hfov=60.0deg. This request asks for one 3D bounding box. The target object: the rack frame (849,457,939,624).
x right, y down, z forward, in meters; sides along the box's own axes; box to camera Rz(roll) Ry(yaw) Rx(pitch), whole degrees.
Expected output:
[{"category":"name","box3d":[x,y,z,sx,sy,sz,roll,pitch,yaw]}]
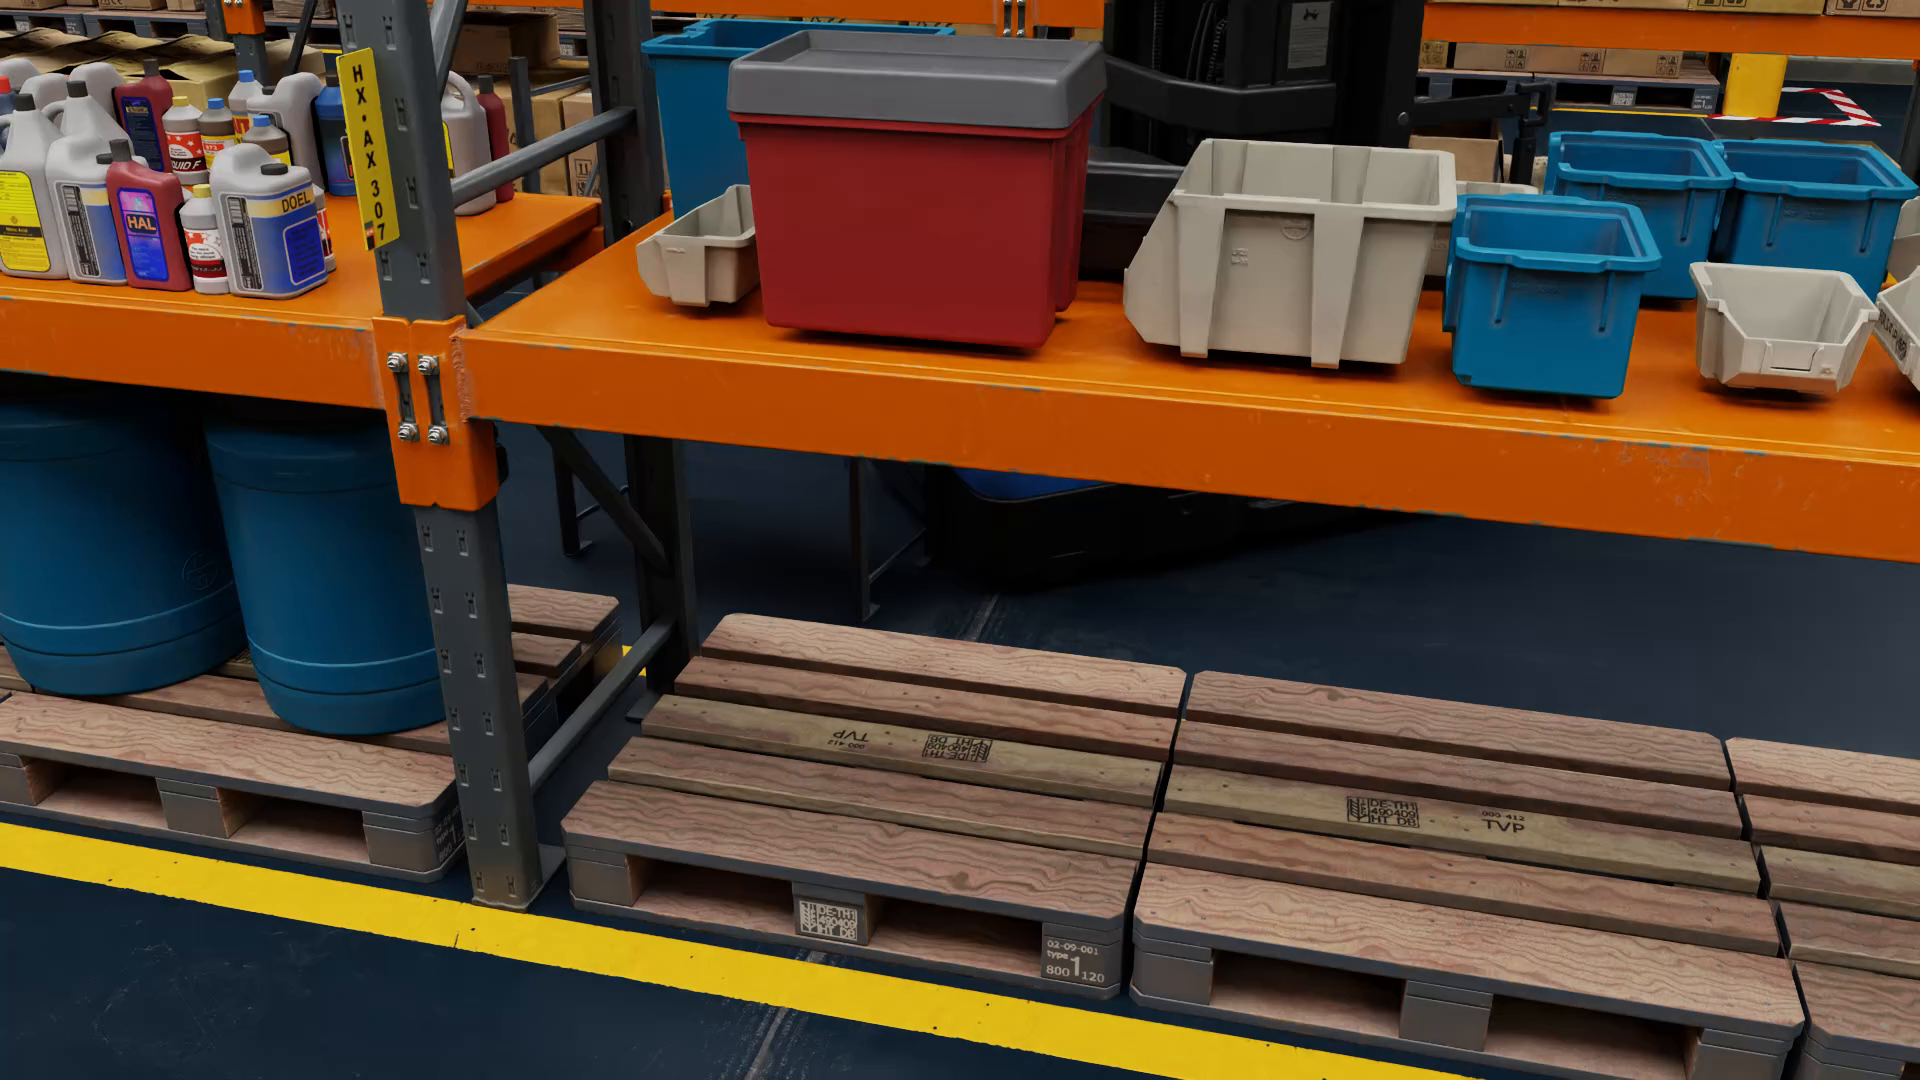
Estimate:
[{"category":"rack frame","box3d":[-0.185,-0.537,4.633,0.032,1.500,0.500,11,28,23]}]

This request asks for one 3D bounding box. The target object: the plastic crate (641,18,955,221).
[{"category":"plastic crate","box3d":[-0.330,-0.878,3.554,0.575,0.384,0.392,6,26,13]}]

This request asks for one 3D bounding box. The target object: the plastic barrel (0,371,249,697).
[{"category":"plastic barrel","box3d":[-2.076,-0.150,4.028,0.708,0.901,0.600,6,26,13]}]

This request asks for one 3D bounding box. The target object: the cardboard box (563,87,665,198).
[{"category":"cardboard box","box3d":[-1.634,-1.996,8.348,0.500,0.500,0.500,5,26,11]}]

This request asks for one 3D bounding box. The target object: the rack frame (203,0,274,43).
[{"category":"rack frame","box3d":[-6.148,-5.747,13.833,0.127,3.000,1.000,6,26,13]}]

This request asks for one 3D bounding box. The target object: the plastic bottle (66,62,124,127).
[{"category":"plastic bottle","box3d":[-2.117,-1.018,4.043,0.135,0.276,0.152,6,26,13]}]

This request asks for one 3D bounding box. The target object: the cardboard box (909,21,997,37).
[{"category":"cardboard box","box3d":[0.077,-4.219,12.635,0.750,0.750,0.750,7,26,15]}]

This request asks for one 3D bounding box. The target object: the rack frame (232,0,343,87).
[{"category":"rack frame","box3d":[-3.504,-3.257,8.601,0.127,3.000,1.000,6,26,13]}]

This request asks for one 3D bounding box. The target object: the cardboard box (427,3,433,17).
[{"category":"cardboard box","box3d":[-4.434,-4.640,13.902,0.500,0.500,0.700,7,26,14]}]

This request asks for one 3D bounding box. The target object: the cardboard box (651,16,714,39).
[{"category":"cardboard box","box3d":[-1.492,-2.551,8.642,0.500,0.250,0.500,6,26,12]}]

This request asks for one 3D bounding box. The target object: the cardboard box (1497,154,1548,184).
[{"category":"cardboard box","box3d":[2.820,-1.641,7.893,0.500,0.250,0.500,6,26,13]}]

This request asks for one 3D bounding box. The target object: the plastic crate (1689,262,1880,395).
[{"category":"plastic crate","box3d":[1.328,-0.339,2.709,0.250,0.136,0.298,6,26,13]}]

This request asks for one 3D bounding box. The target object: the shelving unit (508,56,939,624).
[{"category":"shelving unit","box3d":[-0.645,-0.630,4.828,1.048,1.500,0.538,11,28,23]}]

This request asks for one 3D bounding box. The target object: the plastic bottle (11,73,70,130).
[{"category":"plastic bottle","box3d":[-2.155,-0.955,3.910,0.135,0.276,0.152,6,26,13]}]

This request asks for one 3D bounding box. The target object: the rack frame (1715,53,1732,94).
[{"category":"rack frame","box3d":[5.474,-4.463,11.134,0.127,3.000,1.000,6,26,13]}]

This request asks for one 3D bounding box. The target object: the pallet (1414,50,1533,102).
[{"category":"pallet","box3d":[3.502,-3.388,12.121,1.213,0.211,1.003,6,26,13]}]

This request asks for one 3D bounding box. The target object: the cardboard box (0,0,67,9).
[{"category":"cardboard box","box3d":[-8.124,-4.974,14.604,0.500,0.500,0.700,5,26,10]}]

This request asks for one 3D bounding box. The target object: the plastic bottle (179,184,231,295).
[{"category":"plastic bottle","box3d":[-1.448,-0.586,3.221,0.097,0.201,0.097,0,25,0]}]

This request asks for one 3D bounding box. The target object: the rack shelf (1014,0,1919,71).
[{"category":"rack shelf","box3d":[2.307,-2.289,7.406,4.000,0.370,1.077,6,26,13]}]

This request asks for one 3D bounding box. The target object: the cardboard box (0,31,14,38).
[{"category":"cardboard box","box3d":[-5.926,-2.855,9.814,0.500,0.311,0.500,6,26,13]}]

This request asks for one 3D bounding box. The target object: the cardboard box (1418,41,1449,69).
[{"category":"cardboard box","box3d":[3.281,-3.718,11.990,0.500,0.500,0.700,7,26,14]}]

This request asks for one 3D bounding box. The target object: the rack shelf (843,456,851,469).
[{"category":"rack shelf","box3d":[-0.645,-0.467,4.905,1.000,0.185,0.538,11,28,23]}]

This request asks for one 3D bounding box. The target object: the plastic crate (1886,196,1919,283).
[{"category":"plastic crate","box3d":[1.903,-0.551,3.155,0.298,0.136,0.250,6,26,13]}]

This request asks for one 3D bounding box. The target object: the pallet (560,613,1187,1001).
[{"category":"pallet","box3d":[-0.145,0.555,3.839,1.213,0.211,1.003,6,26,13]}]

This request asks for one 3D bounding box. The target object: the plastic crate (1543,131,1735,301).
[{"category":"plastic crate","box3d":[1.284,-0.626,3.201,0.300,0.233,0.416,6,26,13]}]

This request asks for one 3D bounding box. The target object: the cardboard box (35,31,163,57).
[{"category":"cardboard box","box3d":[-4.942,-2.744,9.583,0.500,0.311,0.500,6,26,12]}]

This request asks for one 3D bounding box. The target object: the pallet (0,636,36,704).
[{"category":"pallet","box3d":[-2.789,0.263,4.453,1.213,0.211,1.003,6,26,13]}]

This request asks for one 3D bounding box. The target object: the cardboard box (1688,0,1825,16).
[{"category":"cardboard box","box3d":[3.239,-2.434,6.757,0.500,0.500,0.500,7,26,13]}]

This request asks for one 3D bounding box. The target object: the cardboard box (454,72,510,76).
[{"category":"cardboard box","box3d":[-2.540,-2.324,9.038,0.500,0.500,0.500,7,26,15]}]

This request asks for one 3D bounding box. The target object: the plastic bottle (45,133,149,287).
[{"category":"plastic bottle","box3d":[-1.683,-0.657,3.285,0.135,0.276,0.152,6,26,13]}]

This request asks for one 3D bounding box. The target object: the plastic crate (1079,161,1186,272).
[{"category":"plastic crate","box3d":[0.284,-0.661,3.400,0.590,0.125,0.437,6,26,13]}]

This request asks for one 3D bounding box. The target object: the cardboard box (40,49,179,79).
[{"category":"cardboard box","box3d":[-4.577,-2.464,8.995,0.500,0.311,0.500,6,26,12]}]

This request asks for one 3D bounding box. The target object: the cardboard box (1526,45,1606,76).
[{"category":"cardboard box","box3d":[4.287,-3.611,11.764,0.500,0.500,0.700,6,26,13]}]

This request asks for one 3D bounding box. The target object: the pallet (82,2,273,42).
[{"category":"pallet","box3d":[-6.807,-4.546,14.552,1.213,0.211,1.003,6,26,13]}]

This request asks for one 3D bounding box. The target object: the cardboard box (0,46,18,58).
[{"category":"cardboard box","box3d":[-5.550,-2.574,9.225,0.500,0.311,0.500,7,26,14]}]

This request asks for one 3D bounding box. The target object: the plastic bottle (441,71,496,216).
[{"category":"plastic bottle","box3d":[-1.166,-0.921,3.753,0.185,0.351,0.144,6,26,13]}]

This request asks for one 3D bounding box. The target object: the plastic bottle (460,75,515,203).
[{"category":"plastic bottle","box3d":[-1.116,-0.931,3.851,0.133,0.283,0.061,6,26,13]}]

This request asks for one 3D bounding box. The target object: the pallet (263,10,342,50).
[{"category":"pallet","box3d":[-5.393,-4.406,14.258,1.213,0.211,1.003,6,26,13]}]

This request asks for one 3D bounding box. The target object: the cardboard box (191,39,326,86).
[{"category":"cardboard box","box3d":[-3.938,-2.636,9.356,0.500,0.311,0.500,7,26,15]}]

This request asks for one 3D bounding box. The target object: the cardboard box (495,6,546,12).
[{"category":"cardboard box","box3d":[-3.454,-4.548,13.710,0.500,0.500,0.700,6,26,13]}]

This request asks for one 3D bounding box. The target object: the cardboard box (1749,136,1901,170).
[{"category":"cardboard box","box3d":[3.656,-1.426,7.151,0.500,0.500,0.500,6,26,13]}]

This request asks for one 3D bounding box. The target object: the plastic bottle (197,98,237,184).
[{"category":"plastic bottle","box3d":[-1.775,-0.958,4.005,0.097,0.201,0.097,0,25,0]}]

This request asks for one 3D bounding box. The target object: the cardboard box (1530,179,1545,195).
[{"category":"cardboard box","box3d":[2.744,-1.427,7.445,0.500,0.250,0.500,6,26,13]}]

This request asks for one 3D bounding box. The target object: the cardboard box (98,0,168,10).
[{"category":"cardboard box","box3d":[-7.163,-4.912,14.474,0.500,0.500,0.500,4,26,9]}]

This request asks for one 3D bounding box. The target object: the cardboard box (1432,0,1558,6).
[{"category":"cardboard box","box3d":[2.269,-2.544,6.987,0.500,0.500,0.500,6,26,12]}]

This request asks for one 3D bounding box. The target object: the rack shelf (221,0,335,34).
[{"category":"rack shelf","box3d":[-5.441,-3.146,9.205,4.000,0.370,1.077,6,26,13]}]

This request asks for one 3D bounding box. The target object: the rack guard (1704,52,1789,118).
[{"category":"rack guard","box3d":[5.497,-3.332,11.666,0.348,0.500,1.175,6,26,13]}]

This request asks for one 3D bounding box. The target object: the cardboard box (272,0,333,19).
[{"category":"cardboard box","box3d":[-5.431,-4.746,14.125,0.500,0.500,0.700,7,26,15]}]

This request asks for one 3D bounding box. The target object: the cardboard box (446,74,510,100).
[{"category":"cardboard box","box3d":[-2.626,-2.105,8.578,0.500,0.500,0.500,5,26,11]}]

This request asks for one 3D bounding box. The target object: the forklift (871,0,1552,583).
[{"category":"forklift","box3d":[1.264,-1.599,5.199,3.031,2.935,1.130,-10,27,-21]}]

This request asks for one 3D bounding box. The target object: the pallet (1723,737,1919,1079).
[{"category":"pallet","box3d":[2.218,0.816,3.290,1.213,0.211,1.003,6,26,13]}]

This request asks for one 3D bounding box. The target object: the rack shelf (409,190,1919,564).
[{"category":"rack shelf","box3d":[1.070,-0.228,3.076,4.000,0.370,1.077,6,26,13]}]

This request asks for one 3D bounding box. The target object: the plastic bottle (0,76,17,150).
[{"category":"plastic bottle","box3d":[-1.982,-0.786,3.469,0.185,0.351,0.144,6,26,13]}]

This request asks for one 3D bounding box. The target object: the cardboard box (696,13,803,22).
[{"category":"cardboard box","box3d":[-1.594,-4.405,13.025,0.750,0.750,0.750,6,26,12]}]

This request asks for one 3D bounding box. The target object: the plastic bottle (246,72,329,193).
[{"category":"plastic bottle","box3d":[-1.575,-0.958,3.917,0.135,0.276,0.152,6,26,13]}]

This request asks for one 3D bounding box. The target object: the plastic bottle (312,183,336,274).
[{"category":"plastic bottle","box3d":[-1.316,-0.638,3.333,0.097,0.201,0.097,0,25,0]}]

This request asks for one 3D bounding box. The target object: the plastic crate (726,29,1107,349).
[{"category":"plastic crate","box3d":[-0.065,-0.623,2.924,0.583,0.464,0.402,6,26,13]}]
